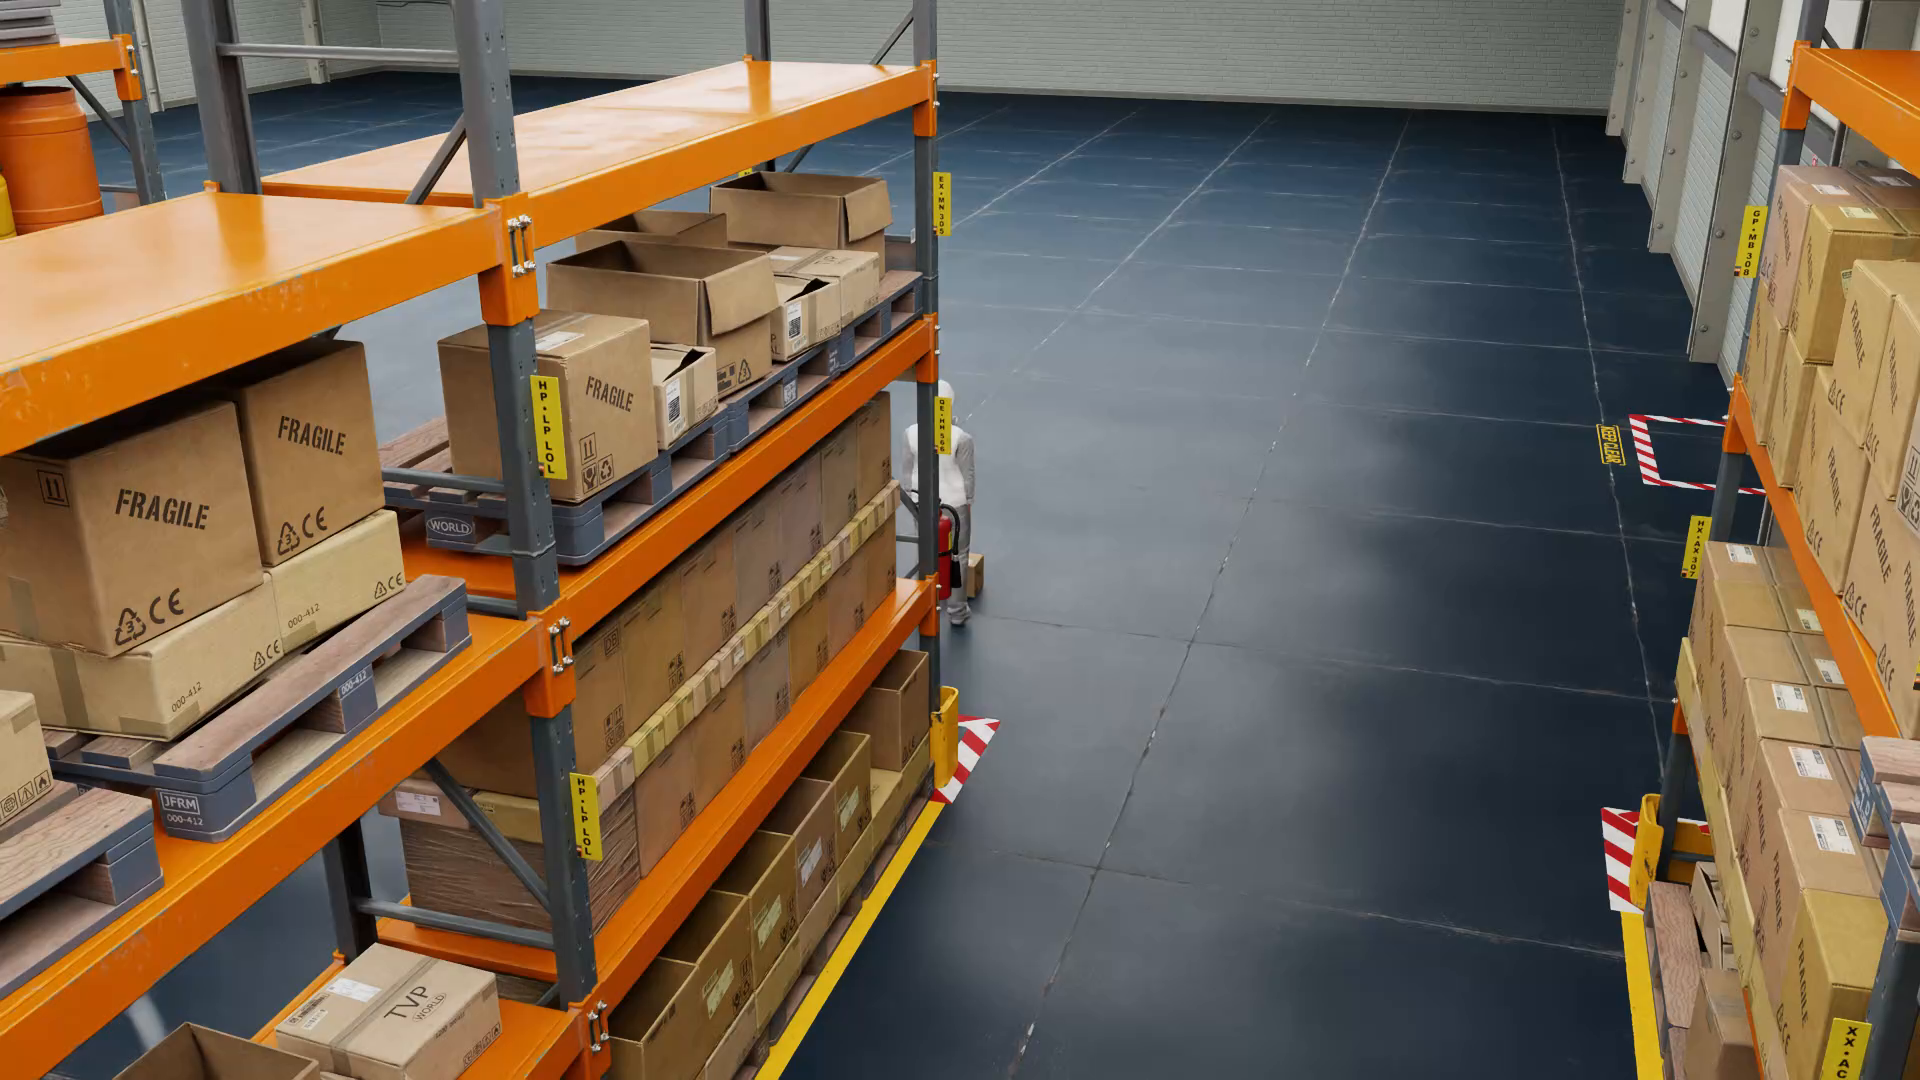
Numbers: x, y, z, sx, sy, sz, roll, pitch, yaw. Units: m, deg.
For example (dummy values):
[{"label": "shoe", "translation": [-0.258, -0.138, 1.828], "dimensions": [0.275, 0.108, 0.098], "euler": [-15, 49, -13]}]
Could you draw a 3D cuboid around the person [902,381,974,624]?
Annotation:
[{"label": "person", "translation": [-0.147, -0.274, 11.757], "dimensions": [0.533, 1.771, 0.360], "euler": [7, 23, 17]}]
